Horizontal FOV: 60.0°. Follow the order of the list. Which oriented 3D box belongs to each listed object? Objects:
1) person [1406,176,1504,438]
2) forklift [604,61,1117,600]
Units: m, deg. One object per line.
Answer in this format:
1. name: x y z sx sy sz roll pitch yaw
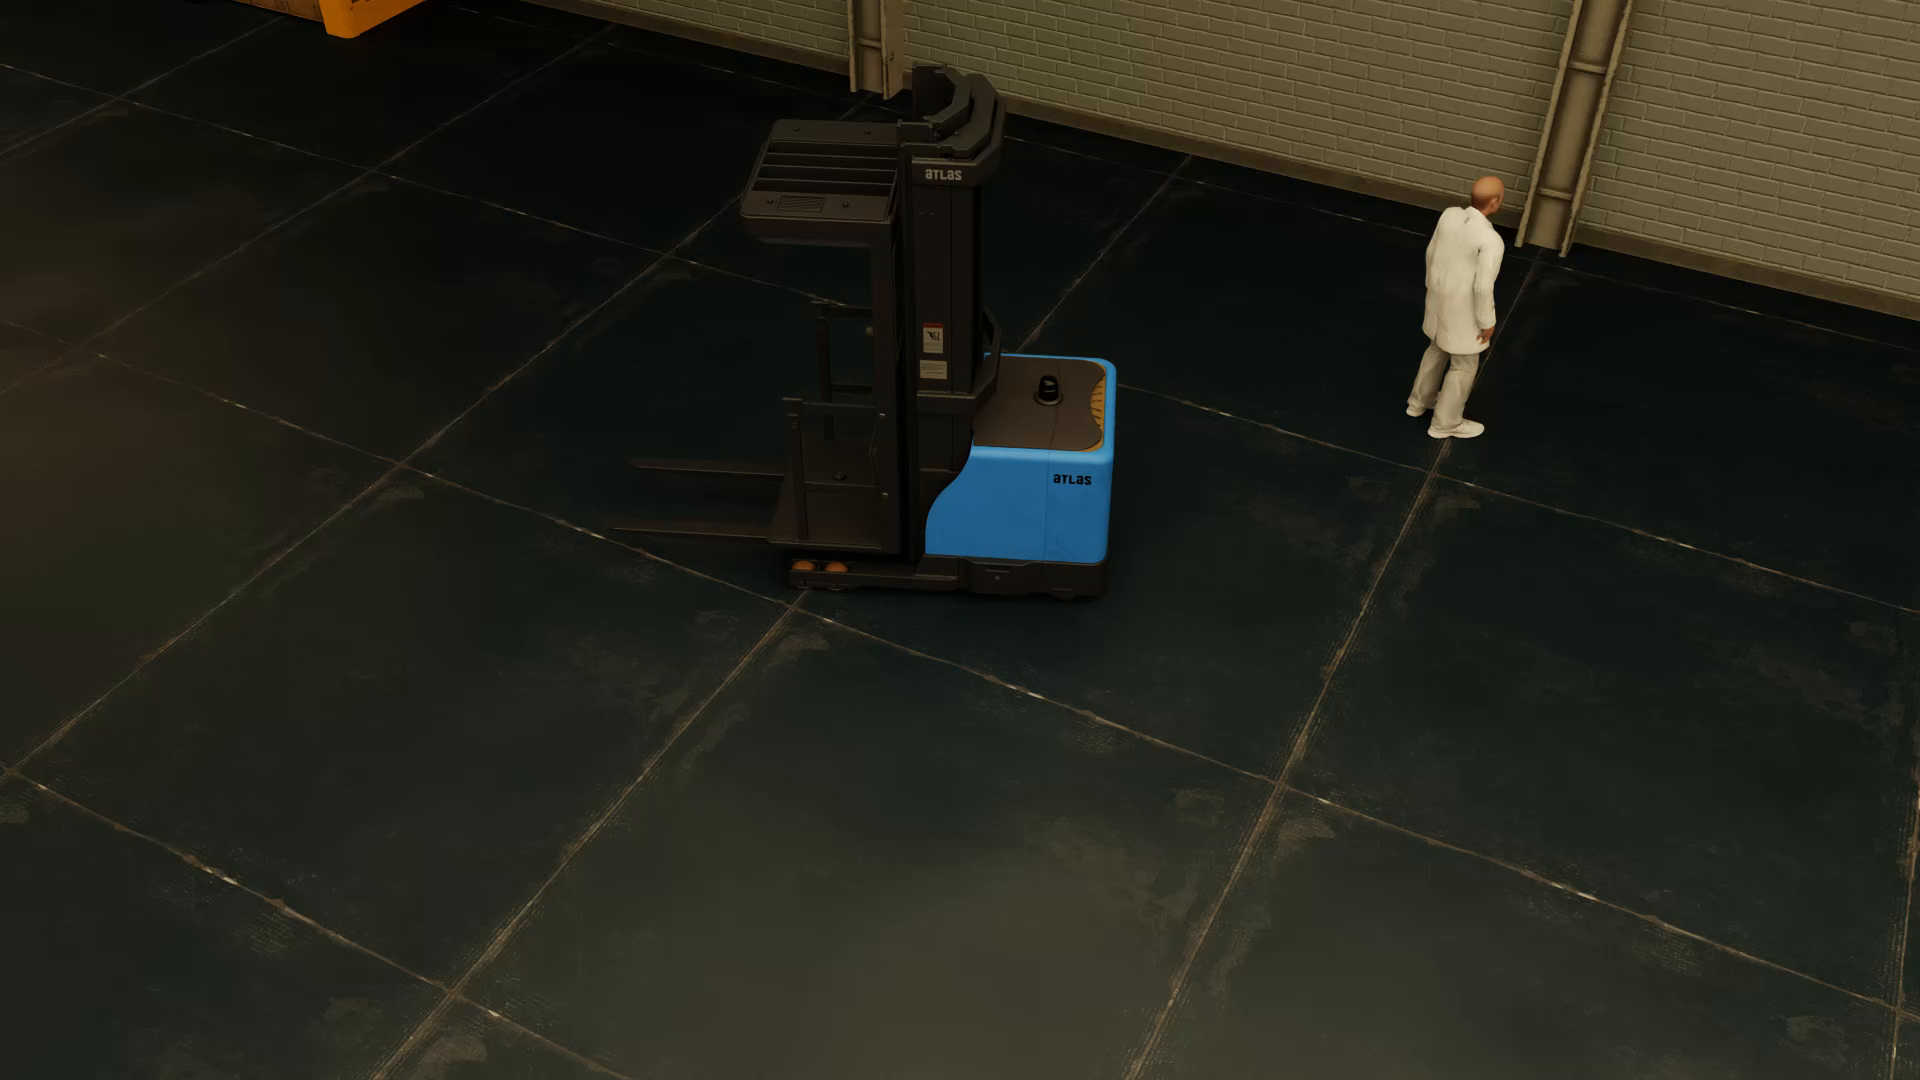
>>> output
1. person: 3.206 -1.506 10.674 0.436 1.772 0.645 -16 43 -18
2. forklift: -0.606 -1.157 9.360 3.031 2.935 1.130 3 40 4
